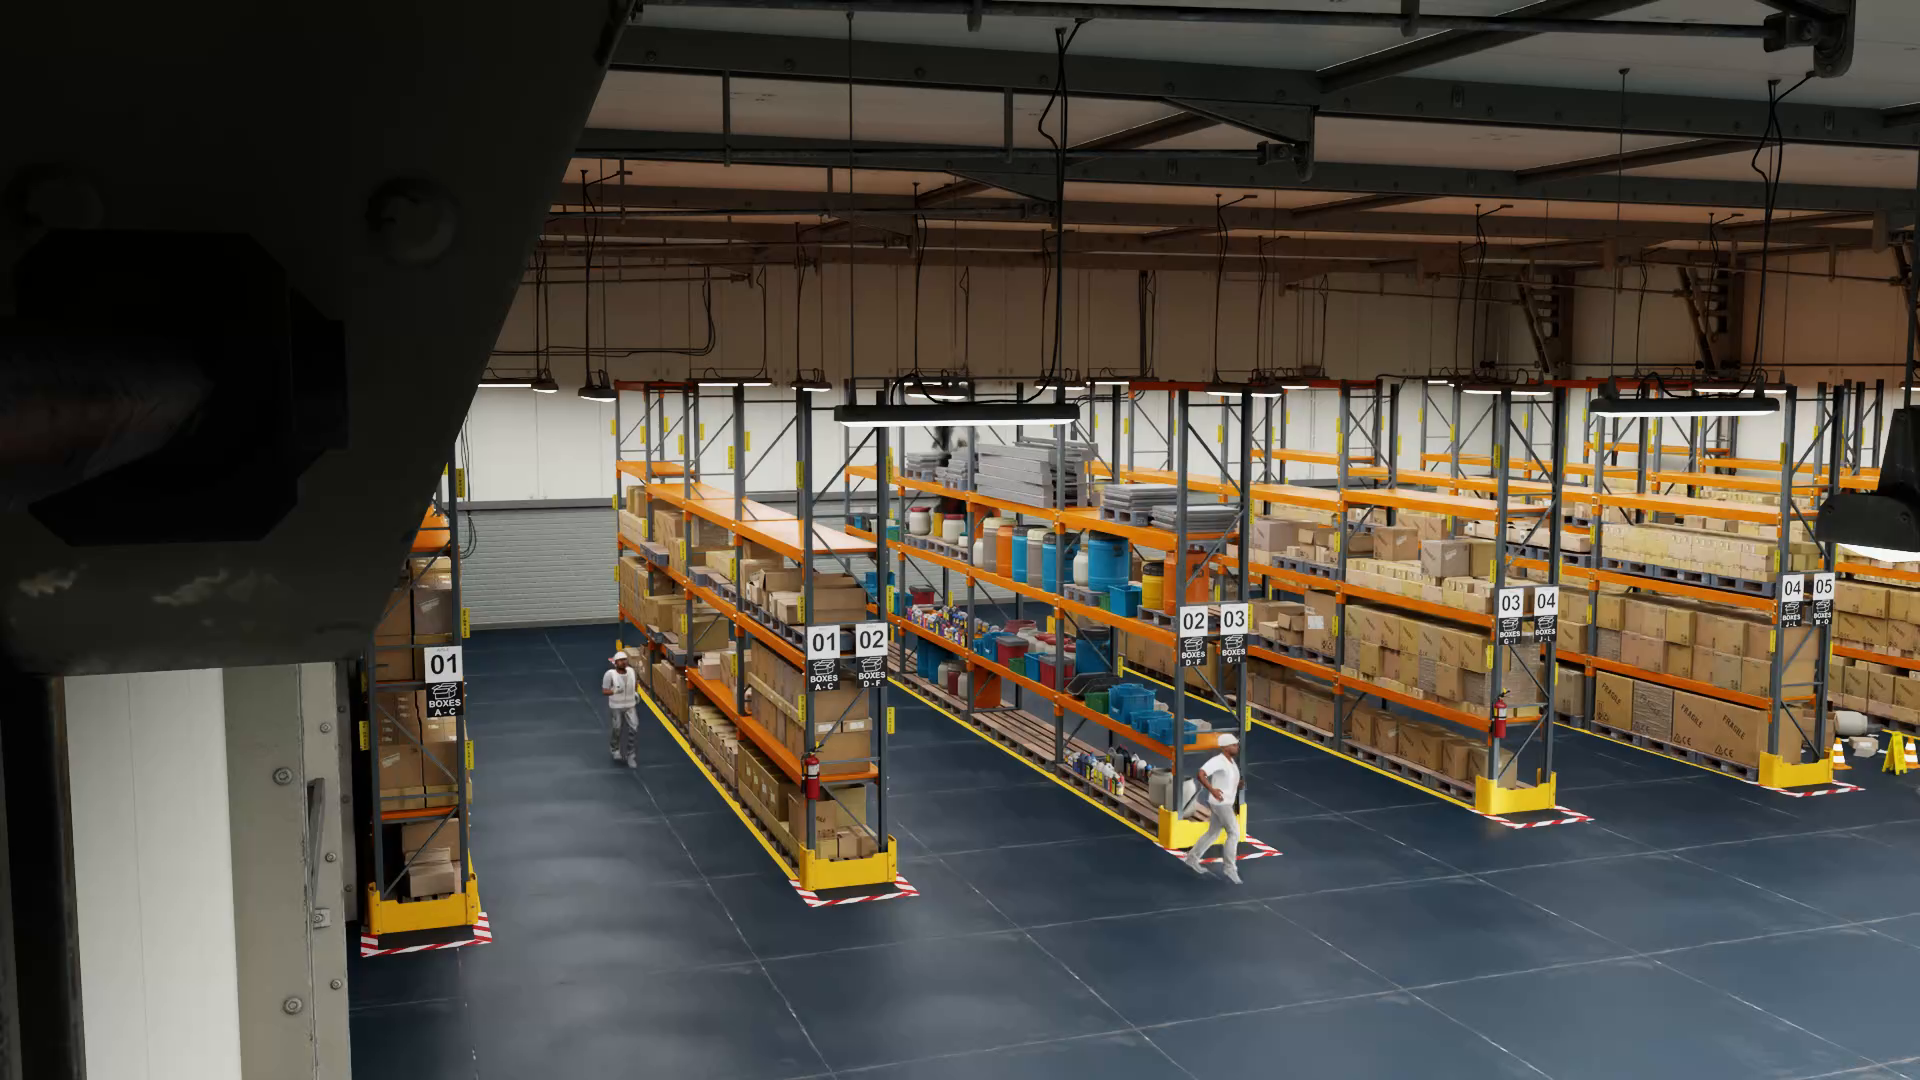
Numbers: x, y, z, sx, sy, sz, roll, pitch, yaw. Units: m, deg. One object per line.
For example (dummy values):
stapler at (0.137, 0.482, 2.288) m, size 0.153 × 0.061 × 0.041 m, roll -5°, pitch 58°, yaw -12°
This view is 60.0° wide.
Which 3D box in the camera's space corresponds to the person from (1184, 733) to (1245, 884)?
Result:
person at (3.197, 3.297, 20.650) m, size 0.759 × 1.811 × 0.713 m, roll 2°, pitch 6°, yaw 16°

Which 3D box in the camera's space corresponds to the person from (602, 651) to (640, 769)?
person at (-5.318, 2.671, 26.227) m, size 0.654 × 1.835 × 0.735 m, roll -3°, pitch 7°, yaw -27°
